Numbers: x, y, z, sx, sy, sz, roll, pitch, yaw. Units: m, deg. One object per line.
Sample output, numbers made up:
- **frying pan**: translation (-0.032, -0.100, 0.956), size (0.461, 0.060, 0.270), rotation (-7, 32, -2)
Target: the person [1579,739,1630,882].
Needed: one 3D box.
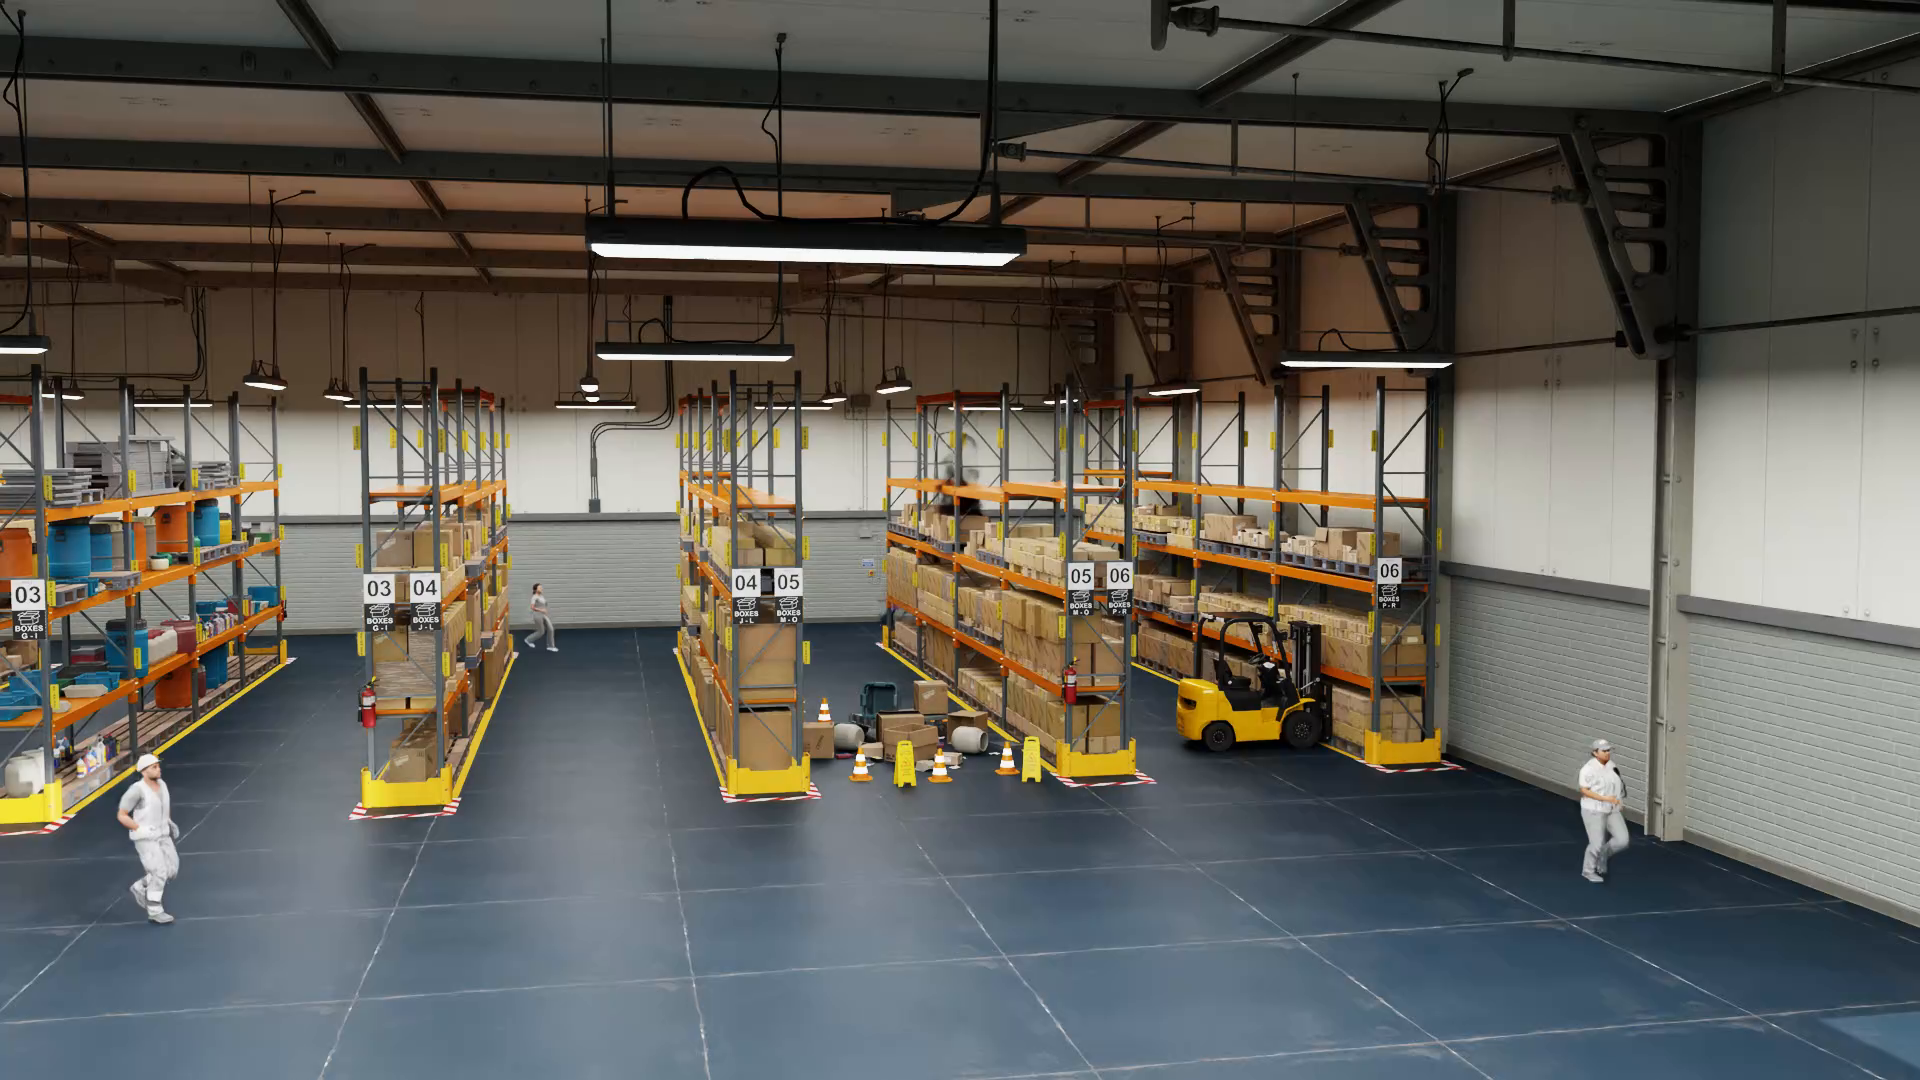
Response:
- **person**: translation (7.296, 3.068, 18.801), size (0.595, 1.628, 0.557), rotation (-1, 4, -21)

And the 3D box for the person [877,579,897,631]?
- **person**: translation (-1.794, 1.738, 41.752), size (0.581, 1.553, 0.547), rotation (0, 3, 3)

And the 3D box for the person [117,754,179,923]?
- **person**: translation (-8.468, 3.097, 17.296), size (0.596, 1.751, 0.666), rotation (1, 4, 15)

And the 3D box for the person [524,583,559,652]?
- **person**: translation (-10.001, 1.845, 39.482), size (0.847, 1.648, 0.600), rotation (1, 3, 13)
